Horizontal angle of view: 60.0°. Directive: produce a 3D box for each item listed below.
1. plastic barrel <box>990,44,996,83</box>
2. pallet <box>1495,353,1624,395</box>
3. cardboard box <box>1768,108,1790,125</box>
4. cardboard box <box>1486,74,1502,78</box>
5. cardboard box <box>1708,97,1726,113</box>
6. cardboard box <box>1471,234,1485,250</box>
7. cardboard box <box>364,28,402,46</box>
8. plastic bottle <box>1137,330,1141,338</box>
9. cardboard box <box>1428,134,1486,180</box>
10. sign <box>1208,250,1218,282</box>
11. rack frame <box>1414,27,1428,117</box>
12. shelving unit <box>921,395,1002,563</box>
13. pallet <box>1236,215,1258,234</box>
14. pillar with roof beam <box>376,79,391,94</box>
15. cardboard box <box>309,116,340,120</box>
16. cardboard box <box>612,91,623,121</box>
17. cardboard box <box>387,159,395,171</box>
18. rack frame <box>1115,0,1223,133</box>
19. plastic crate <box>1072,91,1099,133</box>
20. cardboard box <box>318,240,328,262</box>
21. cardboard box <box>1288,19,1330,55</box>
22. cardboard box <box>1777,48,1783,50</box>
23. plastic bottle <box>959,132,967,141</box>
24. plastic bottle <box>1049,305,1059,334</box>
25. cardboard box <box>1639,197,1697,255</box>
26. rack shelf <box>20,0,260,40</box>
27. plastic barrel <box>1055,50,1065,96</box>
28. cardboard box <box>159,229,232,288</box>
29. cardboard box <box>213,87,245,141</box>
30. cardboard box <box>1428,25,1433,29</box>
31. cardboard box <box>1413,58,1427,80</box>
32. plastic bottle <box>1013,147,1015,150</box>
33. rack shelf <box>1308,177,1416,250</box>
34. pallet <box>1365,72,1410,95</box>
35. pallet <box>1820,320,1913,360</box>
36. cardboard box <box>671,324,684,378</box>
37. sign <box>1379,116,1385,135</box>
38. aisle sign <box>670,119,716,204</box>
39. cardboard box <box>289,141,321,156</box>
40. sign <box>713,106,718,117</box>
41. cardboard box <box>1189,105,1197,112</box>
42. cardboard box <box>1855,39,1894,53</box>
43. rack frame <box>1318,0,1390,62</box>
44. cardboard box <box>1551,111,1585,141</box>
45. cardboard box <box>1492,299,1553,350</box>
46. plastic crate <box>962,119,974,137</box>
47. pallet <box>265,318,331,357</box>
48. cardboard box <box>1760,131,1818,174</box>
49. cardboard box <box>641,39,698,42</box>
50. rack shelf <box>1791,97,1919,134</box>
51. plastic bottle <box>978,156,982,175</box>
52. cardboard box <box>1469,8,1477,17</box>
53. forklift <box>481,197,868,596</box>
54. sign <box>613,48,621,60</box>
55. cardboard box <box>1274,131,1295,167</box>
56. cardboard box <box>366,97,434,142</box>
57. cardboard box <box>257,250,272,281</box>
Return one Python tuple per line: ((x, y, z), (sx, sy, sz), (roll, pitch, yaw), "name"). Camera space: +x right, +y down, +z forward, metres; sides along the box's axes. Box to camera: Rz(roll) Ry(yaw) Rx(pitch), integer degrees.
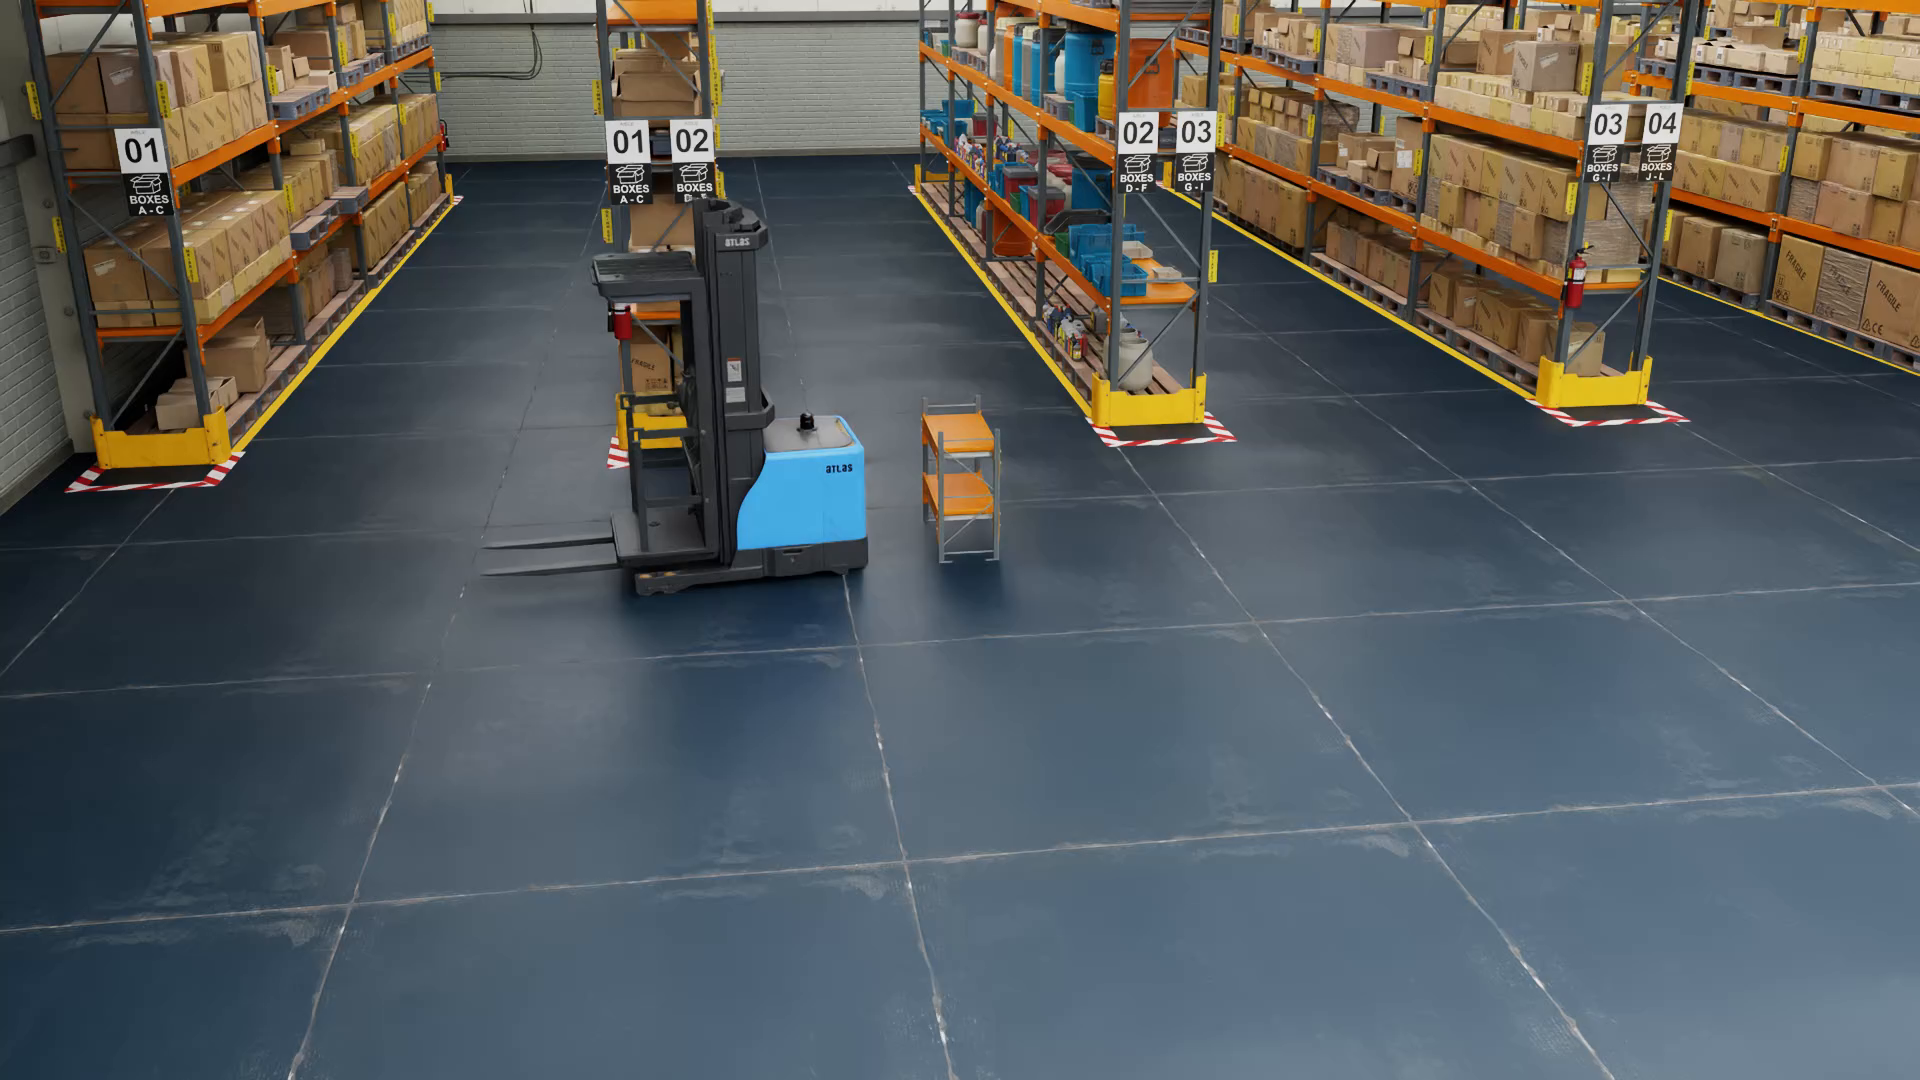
((0.631, -6.754, 23.565), (0.421, 0.512, 0.421), (0, 20, 0), "plastic barrel")
((6.851, -1.902, 19.008), (1.003, 0.211, 1.213), (-3, 21, -8), "pallet")
((14.805, -7.551, 29.647), (0.500, 0.250, 0.500), (-4, 21, -9), "cardboard box")
((6.648, -5.611, 20.309), (0.380, 0.149, 0.250), (-3, 21, -7), "cardboard box")
((14.534, -8.100, 31.472), (0.500, 0.500, 0.500), (-3, 21, -9), "cardboard box")
((6.330, -3.558, 19.815), (0.380, 0.149, 0.250), (-3, 21, -8), "cardboard box")
((-9.330, -8.136, 26.896), (0.500, 0.250, 0.500), (-3, 21, -8), "cardboard box")
((2.075, -2.306, 19.356), (0.061, 0.283, 0.133), (-3, 21, -7), "plastic bottle")
((6.180, -4.770, 20.704), (0.500, 0.500, 0.500), (-3, 21, -8), "cardboard box")
((2.587, -2.805, 17.045), (0.100, 0.325, 0.005), (-3, 21, -8), "sign")
((9.560, -8.654, 33.100), (1.000, 3.000, 0.127), (-3, 21, -8), "rack frame")
((-0.001, -0.529, 14.026), (0.538, 1.125, 1.048), (-3, 21, -8), "shelving unit")
((5.400, -5.484, 28.598), (1.003, 0.211, 1.213), (-3, 21, -8), "pallet")
((-7.053, -11.608, 32.435), (9.100, 9.000, 0.400), (-3, 21, -8), "pillar with roof beam")
((-9.452, -6.144, 24.711), (0.500, 0.250, 0.500), (-3, 21, -9), "cardboard box")
((-3.287, -4.384, 16.793), (0.500, 0.250, 0.500), (-3, 21, -8), "cardboard box")
((-9.013, -5.827, 25.860), (0.380, 0.149, 0.250), (-3, 21, -8), "cardboard box")
((2.042, -5.460, 15.973), (1.000, 3.000, 0.127), (-3, 21, -8), "rack frame")
((1.470, -4.692, 18.228), (0.392, 0.384, 0.575), (-3, 21, -8), "plastic crate")
((-8.739, -3.859, 22.133), (0.500, 0.250, 0.500), (-3, 21, -7), "cardboard box")
((5.420, -7.820, 25.836), (0.500, 0.500, 0.500), (-2, 21, -5), "cardboard box")
((11.230, -6.744, 23.147), (0.396, 0.266, 0.258), (-3, 21, -8), "cardboard box")
((0.048, -6.629, 27.748), (0.144, 0.351, 0.185), (-3, 21, -8), "plastic bottle")
((1.171, -2.699, 20.313), (0.144, 0.351, 0.185), (-2, 21, -6), "plastic bottle")
((10.712, -4.812, 25.427), (1.050, 0.750, 0.750), (-3, 21, -8), "cardboard box")
((-8.050, -5.314, 16.616), (1.077, 0.370, 4.000), (-3, 21, -8), "rack shelf")
((1.333, -5.530, 19.687), (0.421, 0.512, 0.421), (0, 20, 0), "plastic barrel")
((-7.594, -2.792, 16.519), (0.500, 0.500, 0.500), (-3, 21, -8), "cardboard box")
((-7.843, -4.468, 17.433), (0.500, 0.500, 0.500), (-4, 21, -10), "cardboard box")
((9.372, -9.821, 32.151), (0.500, 0.250, 0.500), (-2, 21, -6), "cardboard box")
((6.132, -6.144, 21.683), (0.396, 0.266, 0.258), (-2, 21, -6), "cardboard box")
((0.870, -6.108, 26.466), (0.097, 0.271, 0.097), (0, 20, 0), "plastic bottle")
((6.079, -4.640, 23.379), (1.077, 0.370, 4.000), (-3, 21, -8), "rack shelf")
((6.231, -6.179, 22.455), (1.213, 0.211, 1.003), (-3, 21, -8), "pallet")
((11.501, -2.502, 20.615), (1.003, 0.211, 1.213), (-3, 21, -8), "pallet")
((-2.791, -2.031, 17.624), (0.500, 0.500, 0.500), (-3, 21, -8), "cardboard box")
((6.326, -6.205, 25.001), (0.100, 0.325, 0.005), (-3, 21, -8), "sign")
((-2.547, -3.611, 15.883), (0.394, 0.787, 0.004), (-3, 21, -8), "aisle sign")
((-8.774, -5.248, 22.281), (0.380, 0.149, 0.250), (-6, 21, -17), "cardboard box")
((-4.041, -7.127, 27.357), (0.100, 0.325, 0.005), (-3, 21, -8), "sign")
((4.590, -7.974, 31.069), (0.500, 0.250, 0.500), (-4, 21, -10), "cardboard box")
((11.117, -5.997, 20.175), (0.380, 0.149, 0.250), (-3, 21, -9), "cardboard box")
((5.790, -8.479, 24.058), (1.000, 3.000, 0.127), (-3, 21, -8), "rack frame")
((6.623, -4.388, 17.606), (0.500, 0.250, 0.500), (-2, 21, -6), "cardboard box")
((6.679, -2.565, 19.769), (0.500, 0.500, 0.500), (-1, 21, -3), "cardboard box")
((0.275, -7.315, 29.597), (0.437, 0.282, 0.530), (-3, 21, -8), "plastic crate")
((-8.451, -2.498, 20.602), (1.003, 0.211, 1.213), (-3, 21, -8), "pallet")
((11.212, -5.186, 22.243), (0.700, 0.500, 0.500), (-3, 21, -9), "cardboard box")
((-4.258, -7.129, 24.586), (0.910, 0.500, 0.500), (-3, 21, -8), "cardboard box")
((11.578, -4.875, 19.723), (1.077, 0.370, 4.000), (-3, 21, -8), "rack shelf")
((0.321, -5.733, 25.463), (0.097, 0.271, 0.097), (0, 20, 0), "plastic bottle")
((9.552, -9.653, 30.417), (0.380, 0.149, 0.250), (-3, 21, -9), "cardboard box")
((-2.319, -1.138, 13.074), (3.031, 2.935, 1.130), (-5, 21, -13), "forklift")
((-3.972, -5.550, 19.313), (0.100, 0.325, 0.005), (-3, 21, -8), "sign")
((5.330, -6.227, 26.458), (0.500, 0.500, 0.500), (-4, 21, -10), "cardboard box")
((-9.868, -7.403, 29.320), (0.980, 0.700, 0.700), (-3, 21, -8), "cardboard box")
((-7.818, -2.979, 18.090), (0.500, 0.250, 0.500), (-3, 21, -8), "cardboard box")
